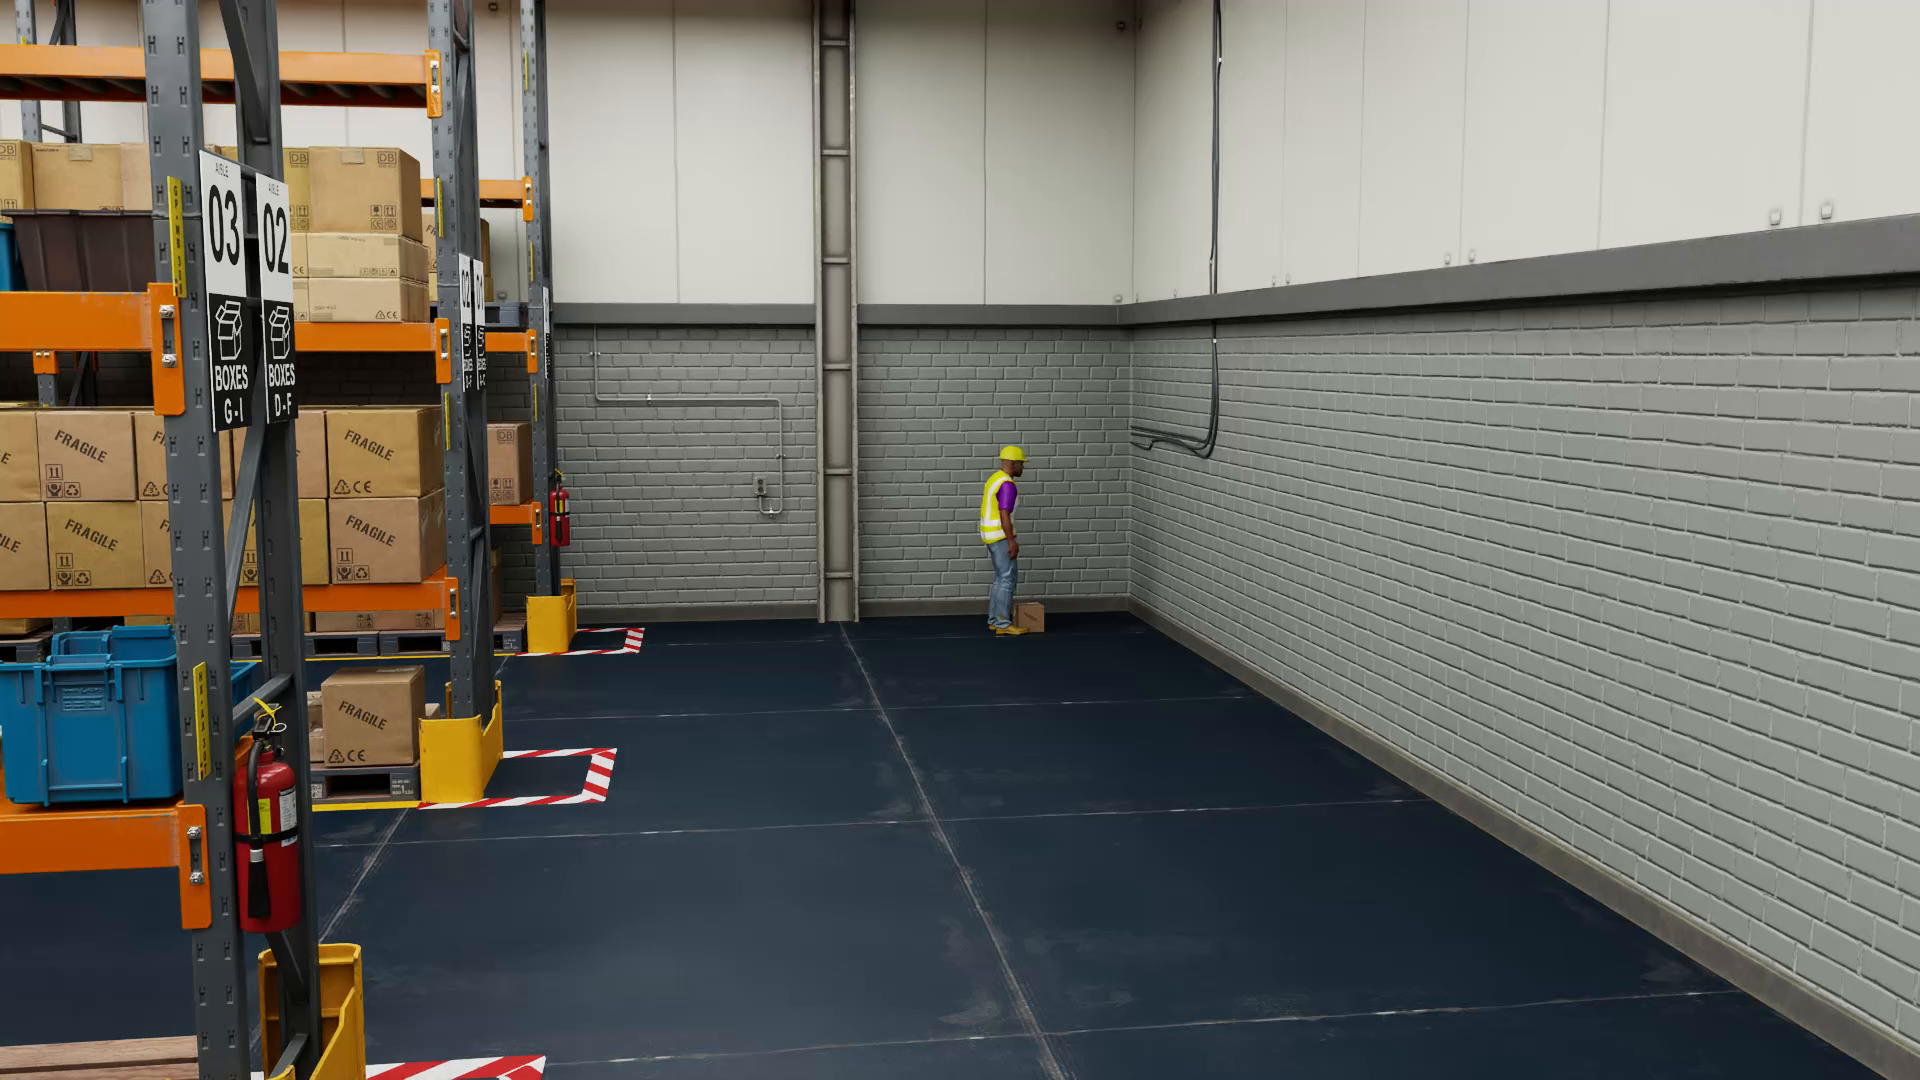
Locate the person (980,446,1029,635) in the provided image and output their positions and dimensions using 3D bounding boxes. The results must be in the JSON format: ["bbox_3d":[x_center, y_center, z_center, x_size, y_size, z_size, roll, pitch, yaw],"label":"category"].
[{"bbox_3d":[0.427,-0.005,15.693,0.460,1.757,0.627,-1,7,-8],"label":"person"}]
